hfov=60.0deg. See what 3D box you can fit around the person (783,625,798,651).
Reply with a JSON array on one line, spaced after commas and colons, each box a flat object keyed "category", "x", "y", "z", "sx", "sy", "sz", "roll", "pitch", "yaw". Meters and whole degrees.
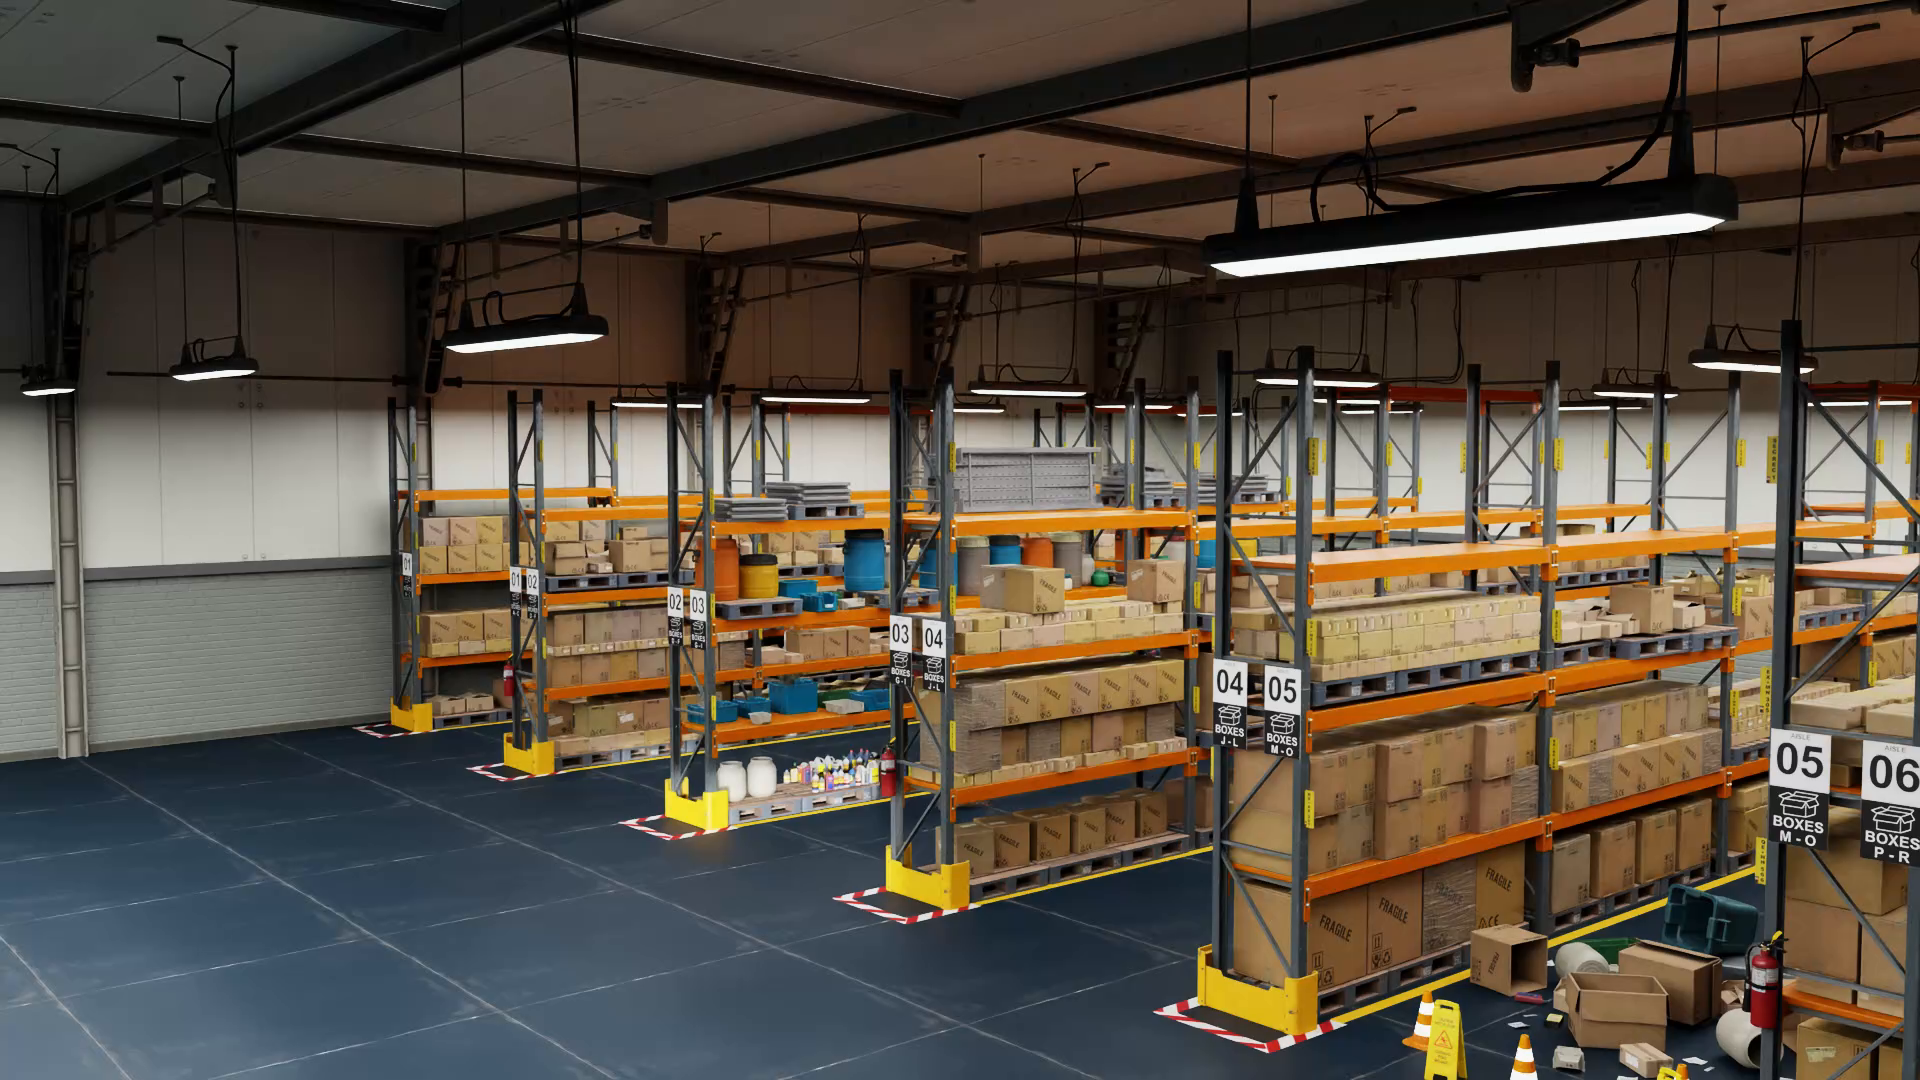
[{"category": "person", "x": -3.428, "y": 2.422, "z": 33.150, "sx": 0.463, "sy": 1.651, "sz": 0.734, "roll": 2, "pitch": 4, "yaw": 26}]
